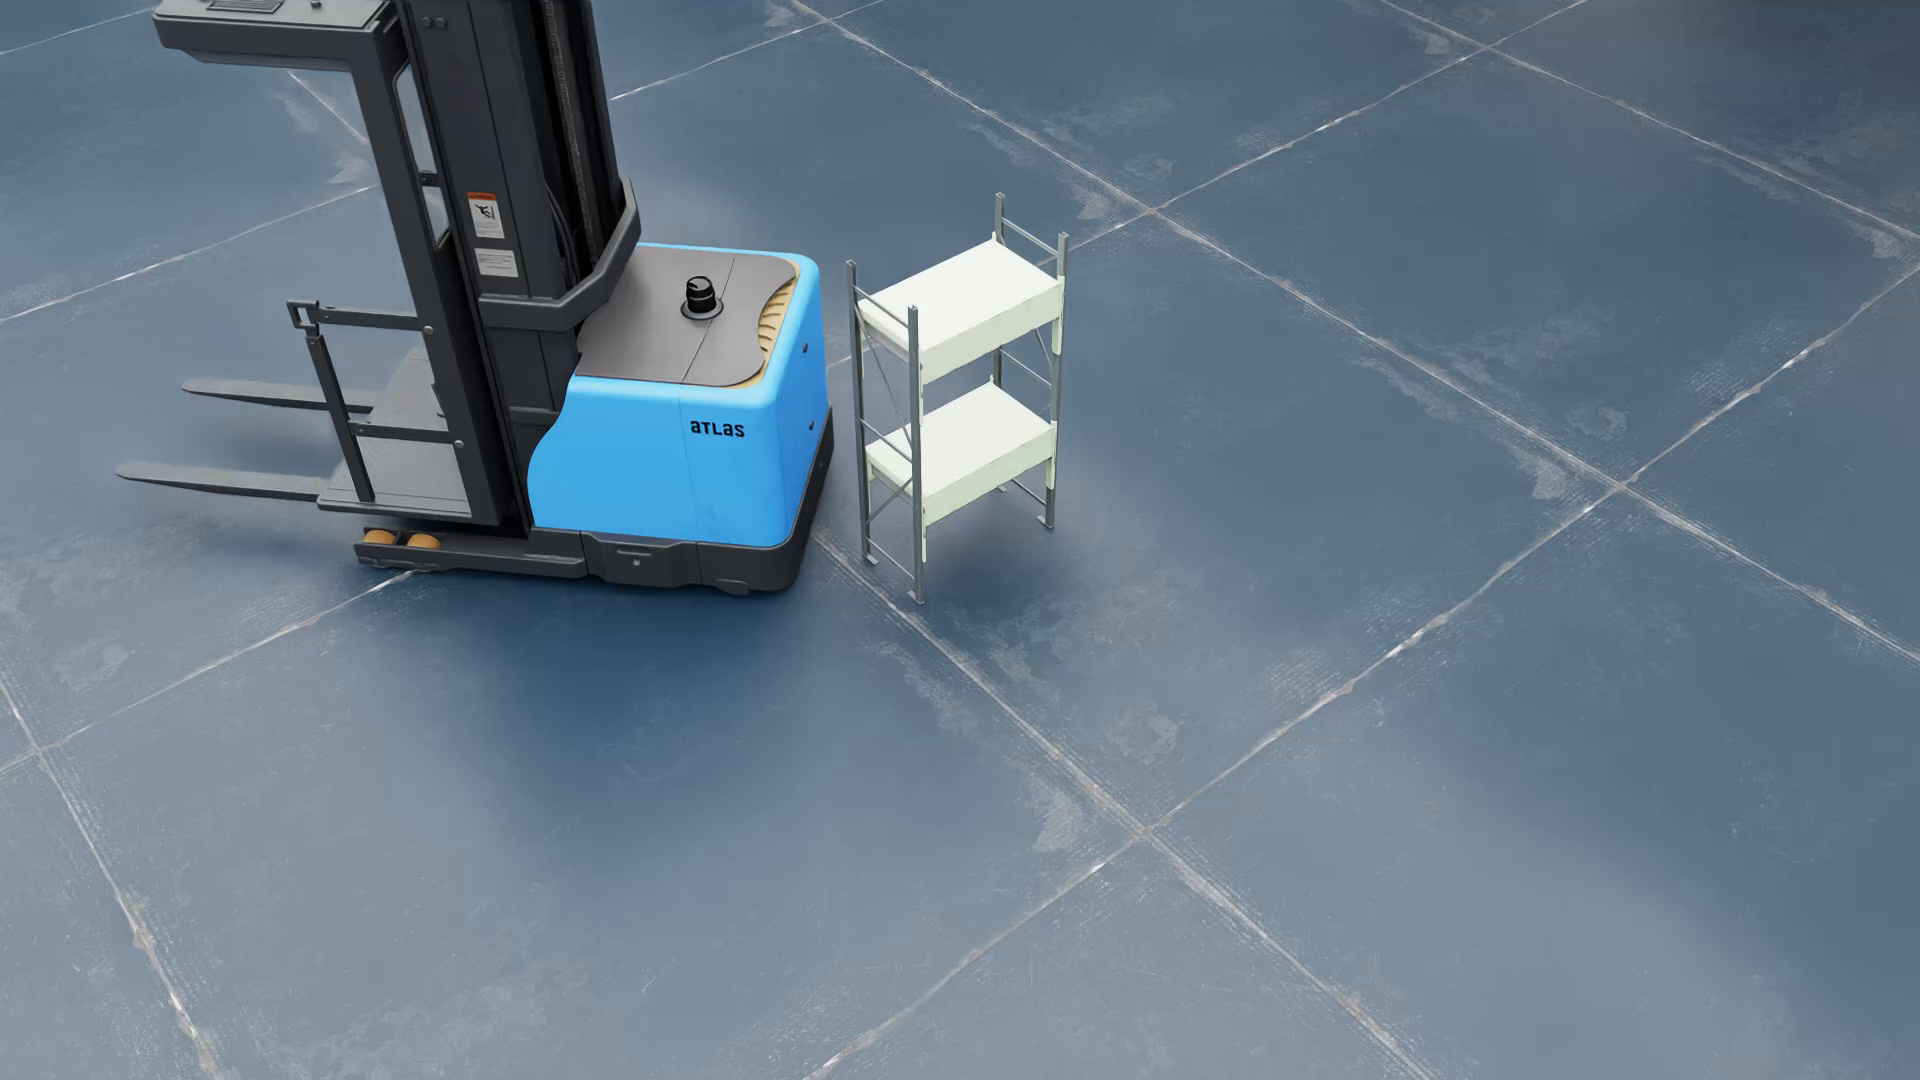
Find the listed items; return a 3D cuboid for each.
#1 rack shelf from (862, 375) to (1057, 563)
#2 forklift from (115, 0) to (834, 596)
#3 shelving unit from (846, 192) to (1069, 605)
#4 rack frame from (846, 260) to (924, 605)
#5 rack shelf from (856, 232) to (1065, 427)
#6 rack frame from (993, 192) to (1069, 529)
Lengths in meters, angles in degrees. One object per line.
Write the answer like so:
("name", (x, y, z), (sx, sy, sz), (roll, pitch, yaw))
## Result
("rack shelf", (-0.005, -0.306, 6.957), (0.720, 0.370, 0.431), (-30, 51, -28))
("forklift", (-2.132, -1.285, 6.477), (3.031, 2.935, 1.130), (5, 43, 5))
("shelving unit", (-0.005, -0.544, 6.733), (0.755, 1.500, 0.431), (-30, 51, -28))
("rack frame", (-0.286, -0.383, 6.562), (0.023, 1.500, 0.400), (-30, 51, -28))
("rack shelf", (-0.005, -0.828, 6.466), (0.720, 0.370, 0.431), (-30, 51, -28))
("rack frame", (0.276, -0.705, 6.905), (0.023, 1.500, 0.400), (-30, 51, -28))
